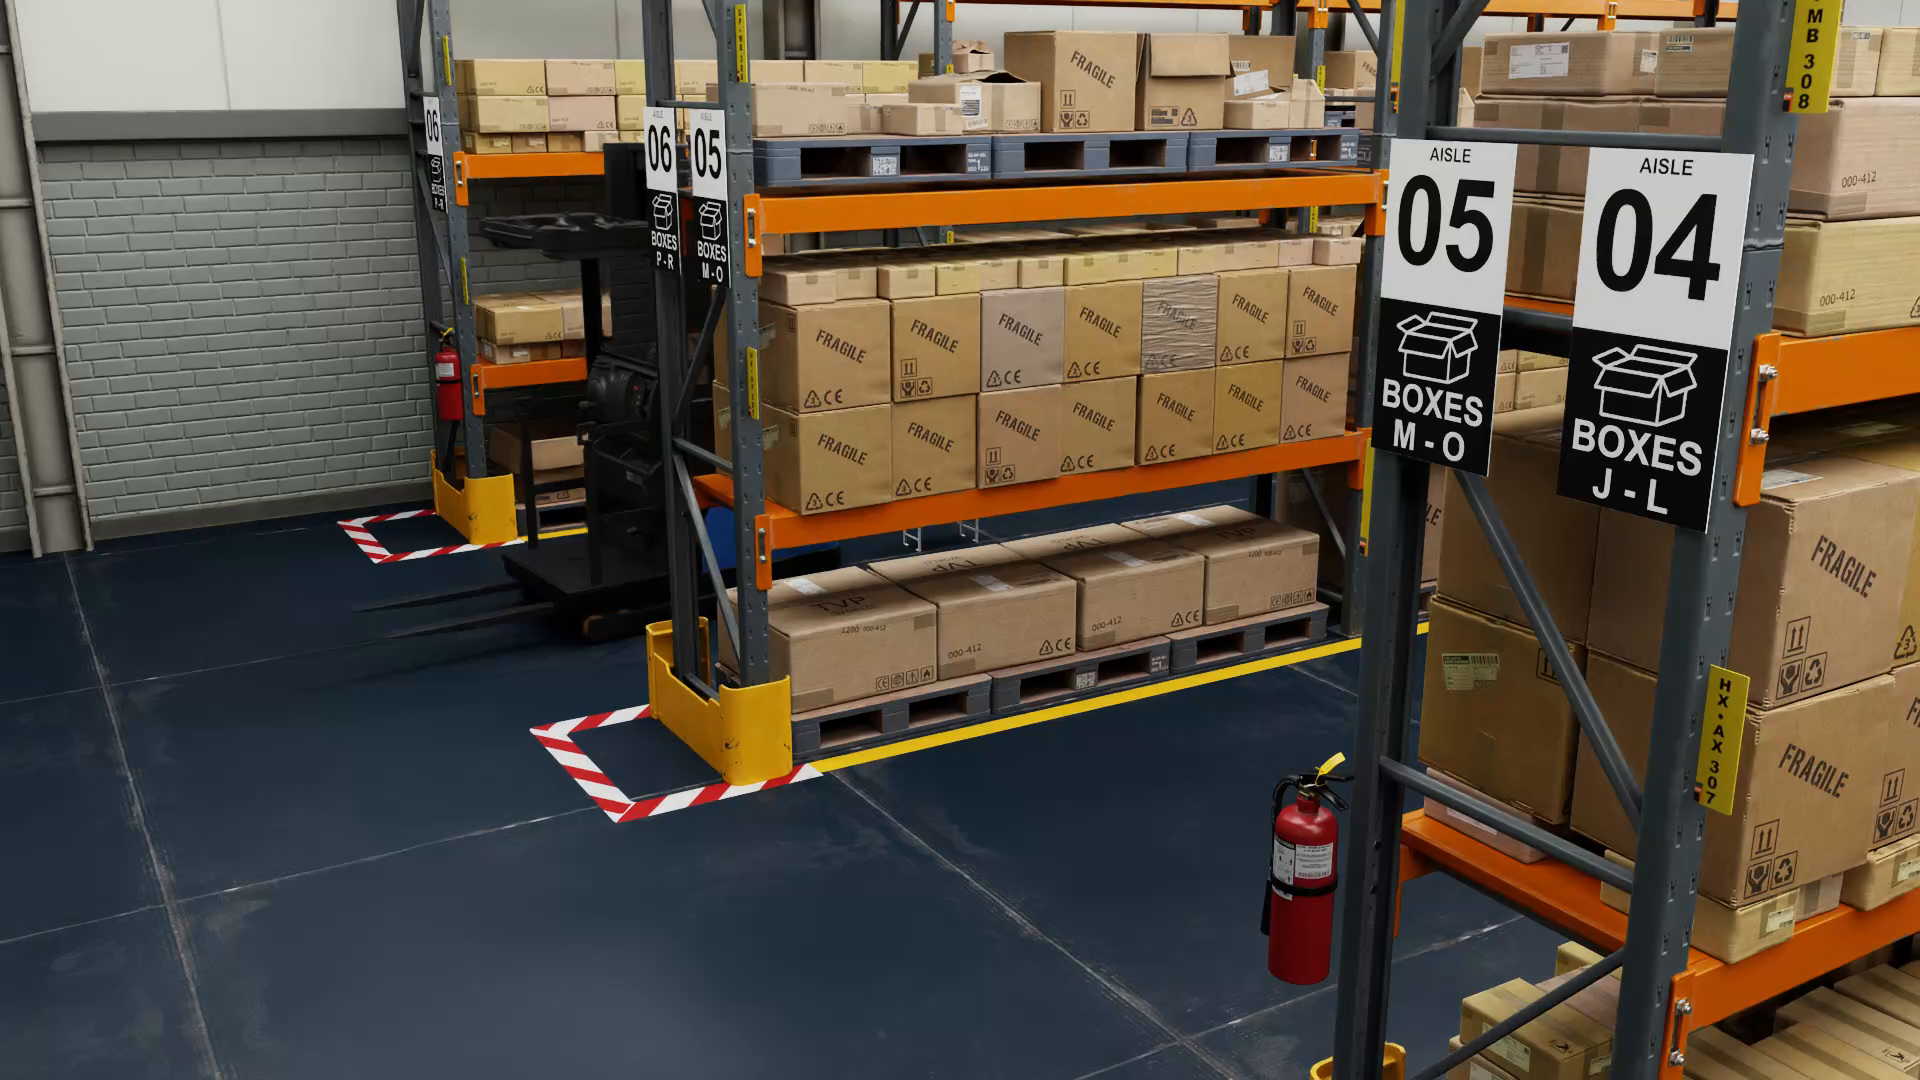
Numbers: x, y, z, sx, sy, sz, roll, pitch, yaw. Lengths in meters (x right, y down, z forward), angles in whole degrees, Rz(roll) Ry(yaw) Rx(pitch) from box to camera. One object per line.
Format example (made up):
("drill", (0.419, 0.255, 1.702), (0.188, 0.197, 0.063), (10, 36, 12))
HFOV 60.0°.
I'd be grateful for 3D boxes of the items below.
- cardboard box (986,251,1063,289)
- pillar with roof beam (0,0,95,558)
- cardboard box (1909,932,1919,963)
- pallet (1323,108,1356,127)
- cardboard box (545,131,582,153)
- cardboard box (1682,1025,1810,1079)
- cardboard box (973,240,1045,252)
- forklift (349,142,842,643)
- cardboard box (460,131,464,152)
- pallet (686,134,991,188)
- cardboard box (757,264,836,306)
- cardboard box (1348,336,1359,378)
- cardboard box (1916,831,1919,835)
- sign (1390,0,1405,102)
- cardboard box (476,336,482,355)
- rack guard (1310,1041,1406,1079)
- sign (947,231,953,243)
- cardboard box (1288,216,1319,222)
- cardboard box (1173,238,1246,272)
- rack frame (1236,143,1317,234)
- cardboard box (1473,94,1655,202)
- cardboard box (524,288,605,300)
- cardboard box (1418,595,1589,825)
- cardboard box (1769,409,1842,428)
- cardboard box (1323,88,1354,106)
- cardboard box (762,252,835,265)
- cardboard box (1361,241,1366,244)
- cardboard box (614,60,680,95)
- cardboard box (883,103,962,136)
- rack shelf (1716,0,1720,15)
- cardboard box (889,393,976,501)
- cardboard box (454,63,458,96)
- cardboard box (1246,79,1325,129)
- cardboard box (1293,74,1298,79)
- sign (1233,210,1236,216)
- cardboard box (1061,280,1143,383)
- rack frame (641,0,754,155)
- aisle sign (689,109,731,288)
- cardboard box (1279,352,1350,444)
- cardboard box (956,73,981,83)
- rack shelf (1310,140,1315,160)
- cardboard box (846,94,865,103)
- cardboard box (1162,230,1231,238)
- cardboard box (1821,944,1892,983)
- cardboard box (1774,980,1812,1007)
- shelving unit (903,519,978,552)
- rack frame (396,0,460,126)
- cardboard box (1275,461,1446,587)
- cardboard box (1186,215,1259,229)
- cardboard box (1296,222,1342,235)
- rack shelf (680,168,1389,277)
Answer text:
("cardboard box", (0.328, -1.402, 8.615), (0.250, 0.149, 0.380), (-9, 18, -29))
("pillar with roof beam", (-4.356, -3.272, 7.412), (0.400, 9.000, 9.100), (-9, 18, -30))
("cardboard box", (3.306, 1.378, 5.337), (0.250, 0.149, 0.380), (-9, 18, -30))
("pallet", (3.596, -4.126, 16.366), (1.003, 0.211, 1.213), (-8, 18, -27))
("cardboard box", (-2.965, -2.934, 12.228), (0.250, 0.149, 0.380), (-9, 18, -29))
("cardboard box", (2.196, 1.557, 4.700), (0.250, 0.149, 0.380), (-9, 18, -29))
("cardboard box", (0.267, -1.558, 9.173), (0.250, 0.149, 0.380), (-9, 18, -28))
("forklift", (-2.287, -0.945, 10.352), (3.031, 2.935, 1.130), (-11, 19, -35))
("cardboard box", (-3.642, -2.967, 12.346), (0.250, 0.149, 0.380), (-9, 18, -28))
("pallet", (-0.608, -1.905, 8.256), (1.213, 0.211, 1.003), (-9, 18, -30))
("cardboard box", (-0.791, -1.225, 7.984), (0.250, 0.149, 0.380), (-9, 18, -29))
("cardboard box", (2.713, -1.119, 10.194), (0.500, 0.250, 0.500), (-10, 18, -31))
("cardboard box", (2.451, 0.747, 4.652), (0.250, 0.149, 0.380), (-8, 18, -27))
("sign", (1.129, -1.269, 4.181), (0.005, 0.325, 0.100), (-9, 18, -30))
("cardboard box", (-3.652, -1.533, 12.787), (0.250, 0.149, 0.380), (-9, 18, -30))
("rack guard", (1.463, 1.926, 4.612), (0.348, 0.500, 1.175), (-9, 18, -30))
("sign", (-0.083, -2.394, 13.790), (0.005, 0.325, 0.100), (-9, 18, -30))
("cardboard box", (3.401, -3.173, 16.784), (0.250, 0.149, 0.380), (-9, 18, -28))
("cardboard box", (1.382, -1.596, 9.308), (0.250, 0.149, 0.380), (-9, 18, -30))
("rack frame", (3.060, -2.658, 16.335), (0.127, 3.000, 1.000), (-9, 18, -30))
("cardboard box", (1.662, -1.003, 4.223), (0.500, 0.250, 0.500), (-10, 18, -31))
("cardboard box", (-3.097, -1.814, 13.050), (0.500, 0.250, 0.500), (-9, 18, -30))
("cardboard box", (1.651, 0.420, 4.619), (0.500, 0.500, 0.500), (-9, 18, -29))
("cardboard box", (2.096, -0.131, 4.732), (0.500, 0.500, 0.500), (-10, 18, -32))
("cardboard box", (3.515, -4.218, 15.814), (0.250, 0.166, 0.380), (-9, 18, -30))
("cardboard box", (-0.828, -1.377, 8.526), (0.250, 0.149, 0.380), (-9, 18, -29))
("cardboard box", (2.884, -1.678, 10.799), (0.500, 0.500, 0.500), (-9, 18, -29))
("cardboard box", (-2.419, -3.445, 12.385), (0.500, 0.250, 0.500), (-10, 18, -31))
("cardboard box", (-0.187, -2.070, 8.181), (0.250, 0.149, 0.380), (-8, 18, -28))
("rack shelf", (7.334, -4.138, 12.573), (4.000, 0.370, 1.077), (-9, 18, -30))
("cardboard box", (-0.259, -0.523, 8.534), (0.500, 0.500, 0.500), (-10, 18, -31))
("cardboard box", (-3.560, -3.428, 12.326), (0.500, 0.250, 0.500), (-10, 18, -31))
("cardboard box", (1.808, -2.421, 9.218), (0.258, 0.266, 0.396), (-9, 18, -28))
("cardboard box", (2.918, -4.249, 15.441), (0.250, 0.149, 0.380), (-9, 18, -28))
("sign", (2.771, -3.344, 16.635), (0.005, 0.325, 0.100), (-9, 18, -30))
("cardboard box", (0.624, -1.145, 8.899), (0.500, 0.500, 0.500), (-9, 18, -29))
("rack frame", (-1.238, -3.287, 7.463), (0.127, 3.000, 1.000), (-9, 18, -30))
("aisle sign", (-1.150, -1.573, 7.647), (0.004, 0.787, 0.394), (-9, 18, -30))
("cardboard box", (1.925, -0.879, 9.802), (0.500, 0.500, 0.500), (-9, 18, -29))
("cardboard box", (0.113, -3.759, 13.656), (0.250, 0.149, 0.380), (-9, 18, -28))
("rack shelf", (1.346, -3.478, 15.035), (4.000, 0.370, 1.077), (-9, 18, -30))
("cardboard box", (-1.094, -3.418, 13.214), (0.500, 0.250, 0.500), (-10, 18, -32))
("cardboard box", (1.378, -1.728, 9.776), (0.250, 0.149, 0.380), (-9, 18, -30))
("cardboard box", (2.862, 1.315, 5.561), (0.250, 0.149, 0.380), (-10, 18, -32))
("cardboard box", (2.585, 1.473, 5.549), (0.250, 0.149, 0.380), (-9, 18, -29))
("shelving unit", (-0.142, -0.555, 12.166), (0.503, 1.200, 0.258), (-9, 18, -30))
("rack frame", (-3.798, -4.435, 11.558), (0.127, 3.000, 1.000), (-9, 18, -30))
("cardboard box", (2.681, -0.238, 10.860), (0.875, 0.875, 0.875), (-9, 18, -28))
("cardboard box", (2.538, -2.873, 16.138), (0.500, 0.500, 0.500), (-8, 18, -27))
("cardboard box", (3.485, -2.995, 16.149), (0.250, 0.149, 0.380), (-9, 18, -28))
("rack shelf", (0.476, -1.774, 8.957), (4.000, 0.370, 1.077), (-9, 18, -30))
